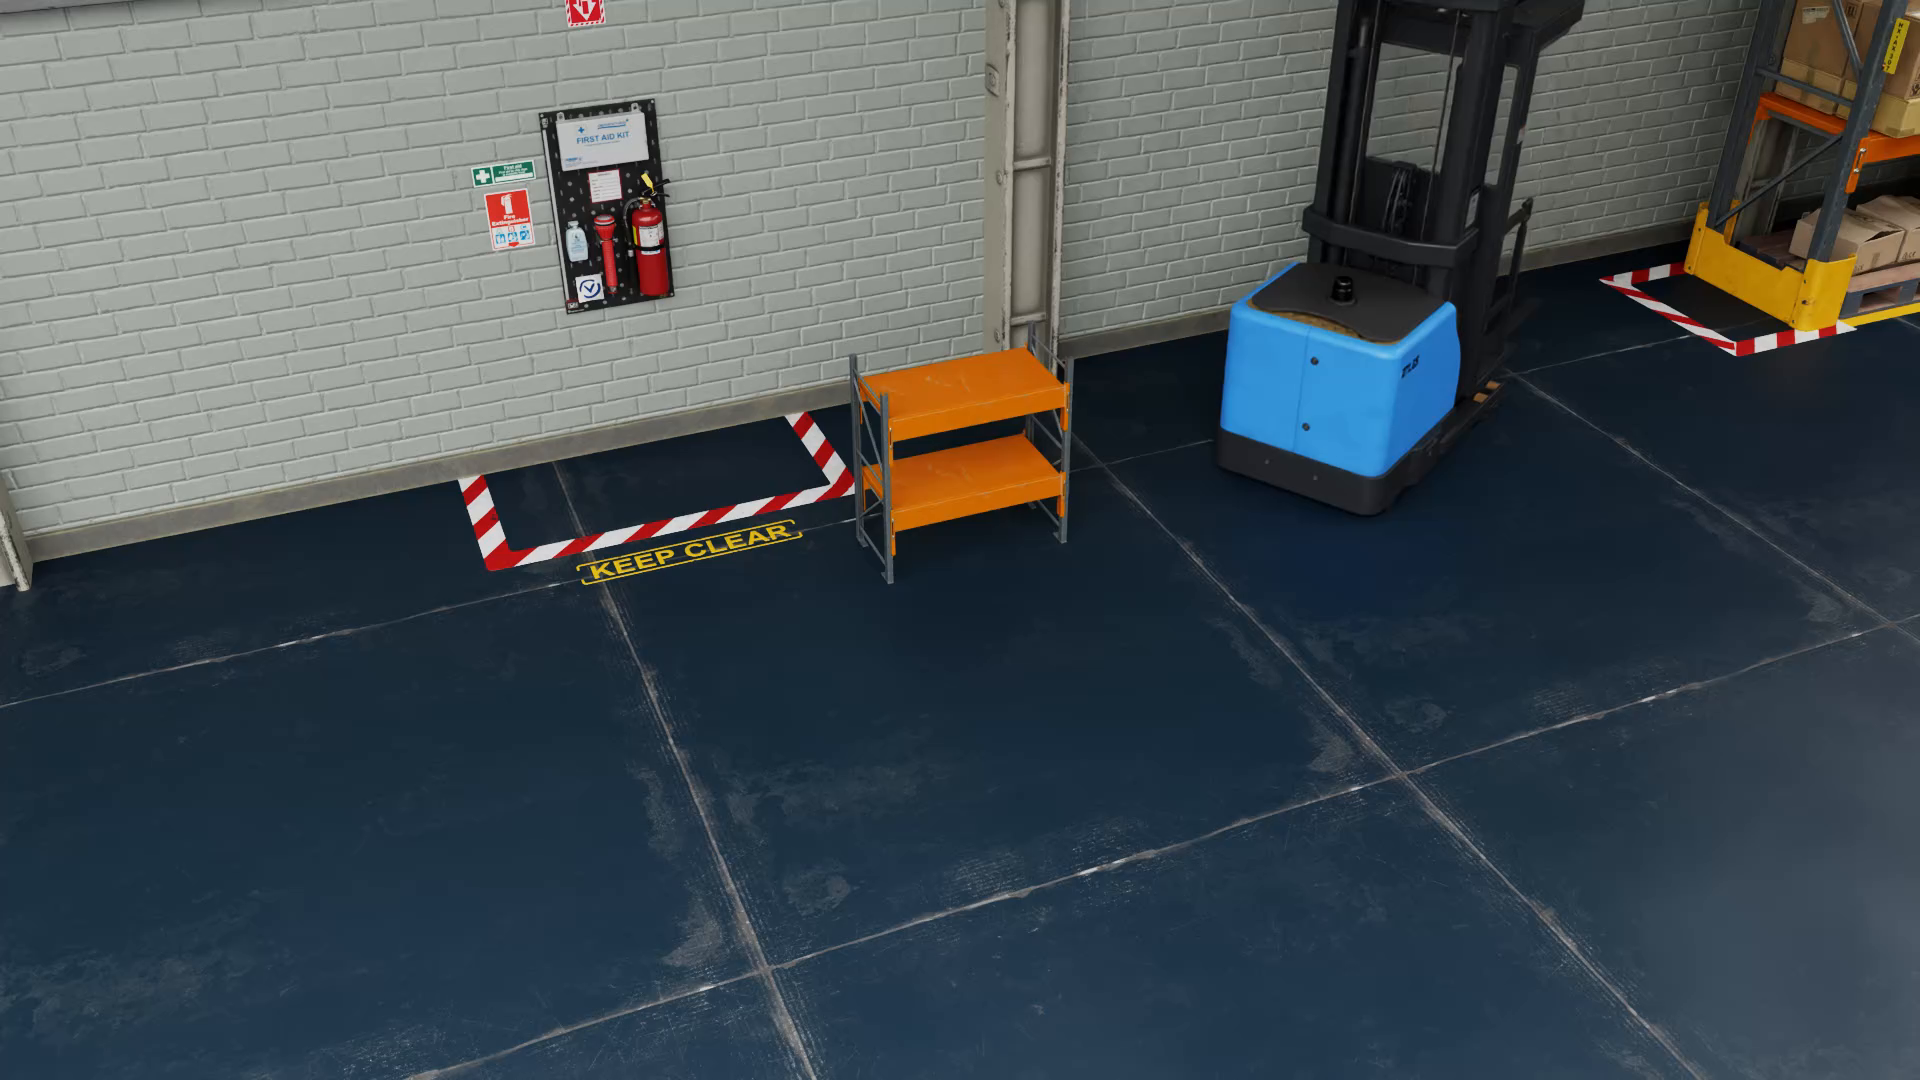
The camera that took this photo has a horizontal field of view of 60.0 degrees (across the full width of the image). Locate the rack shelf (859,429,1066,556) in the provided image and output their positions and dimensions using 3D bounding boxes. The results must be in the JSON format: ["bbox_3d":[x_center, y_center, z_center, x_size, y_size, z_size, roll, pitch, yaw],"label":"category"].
[{"bbox_3d":[0.006,-0.268,8.997,1.000,0.278,0.538,-13,35,-19],"label":"rack shelf"}]

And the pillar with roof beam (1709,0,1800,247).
[{"bbox_3d":[7.586,-3.917,6.937,0.400,9.000,9.100,-13,35,-19],"label":"pillar with roof beam"}]

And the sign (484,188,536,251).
[{"bbox_3d":[-2.455,-1.748,9.071,0.234,0.329,0.001,-13,35,-19],"label":"sign"}]

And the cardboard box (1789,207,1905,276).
[{"bbox_3d":[6.282,-2.142,11.772,0.500,0.311,0.500,-17,37,-24],"label":"cardboard box"}]

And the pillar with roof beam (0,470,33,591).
[{"bbox_3d":[-3.478,-1.383,3.043,0.400,9.000,9.100,-13,35,-19],"label":"pillar with roof beam"}]

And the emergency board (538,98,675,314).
[{"bbox_3d":[-1.906,-1.798,9.180,0.643,1.169,0.194,-13,35,-19],"label":"emergency board"}]

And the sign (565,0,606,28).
[{"bbox_3d":[-1.952,-2.818,8.623,0.199,0.298,0.001,-13,35,-19],"label":"sign"}]

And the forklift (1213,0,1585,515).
[{"bbox_3d":[2.768,-2.116,9.733,1.130,2.935,3.031,22,39,30],"label":"forklift"}]

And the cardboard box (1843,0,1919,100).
[{"bbox_3d":[6.166,-3.194,10.758,0.500,0.500,0.500,-13,35,-19],"label":"cardboard box"}]

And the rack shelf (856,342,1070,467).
[{"bbox_3d":[0.006,-0.718,8.704,1.000,0.278,0.538,-13,35,-19],"label":"rack shelf"}]

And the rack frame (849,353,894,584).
[{"bbox_3d":[-0.462,-0.366,8.698,0.032,1.125,0.500,-13,35,-19],"label":"rack frame"}]

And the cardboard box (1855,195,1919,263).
[{"bbox_3d":[6.808,-2.263,11.957,0.500,0.311,0.500,-10,34,-15],"label":"cardboard box"}]

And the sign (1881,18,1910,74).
[{"bbox_3d":[5.819,-3.074,10.349,0.005,0.325,0.100,-13,35,-19],"label":"sign"}]

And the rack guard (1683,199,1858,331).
[{"bbox_3d":[5.679,-1.953,11.710,0.348,0.500,1.175,-13,35,-19],"label":"rack guard"}]

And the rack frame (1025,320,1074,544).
[{"bbox_3d":[0.475,-0.580,9.028,0.032,1.125,0.500,-13,35,-19],"label":"rack frame"}]

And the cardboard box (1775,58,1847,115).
[{"bbox_3d":[5.965,-3.126,11.341,0.500,0.250,0.500,-12,35,-18],"label":"cardboard box"}]

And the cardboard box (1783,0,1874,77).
[{"bbox_3d":[5.962,-3.450,11.152,0.500,0.500,0.500,-13,35,-19],"label":"cardboard box"}]

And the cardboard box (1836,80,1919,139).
[{"bbox_3d":[6.182,-2.873,10.952,0.500,0.250,0.500,-14,36,-20],"label":"cardboard box"}]

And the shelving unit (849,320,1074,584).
[{"bbox_3d":[0.006,-0.473,8.863,1.048,1.125,0.538,-13,35,-19],"label":"shelving unit"}]

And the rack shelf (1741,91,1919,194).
[{"bbox_3d":[7.453,-3.105,11.849,4.000,0.370,1.077,-13,35,-19],"label":"rack shelf"}]

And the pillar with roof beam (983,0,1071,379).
[{"bbox_3d":[2.054,-2.650,4.990,0.400,9.000,9.100,-13,35,-19],"label":"pillar with roof beam"}]

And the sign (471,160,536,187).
[{"bbox_3d":[-2.448,-1.966,8.921,0.331,0.109,0.001,-13,35,-19],"label":"sign"}]

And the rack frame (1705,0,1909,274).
[{"bbox_3d":[5.609,-2.984,11.004,0.127,3.000,1.000,-13,35,-19],"label":"rack frame"}]

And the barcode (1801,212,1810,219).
[{"bbox_3d":[6.144,-2.351,12.085,0.075,0.075,0.001,-13,35,-19],"label":"barcode"}]

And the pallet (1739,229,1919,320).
[{"bbox_3d":[6.442,-1.985,12.025,1.213,0.211,1.003,-13,35,-19],"label":"pallet"}]

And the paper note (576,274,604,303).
[{"bbox_3d":[-2.096,-1.426,9.417,0.142,0.148,0.016,-13,35,-19],"label":"paper note"}]
